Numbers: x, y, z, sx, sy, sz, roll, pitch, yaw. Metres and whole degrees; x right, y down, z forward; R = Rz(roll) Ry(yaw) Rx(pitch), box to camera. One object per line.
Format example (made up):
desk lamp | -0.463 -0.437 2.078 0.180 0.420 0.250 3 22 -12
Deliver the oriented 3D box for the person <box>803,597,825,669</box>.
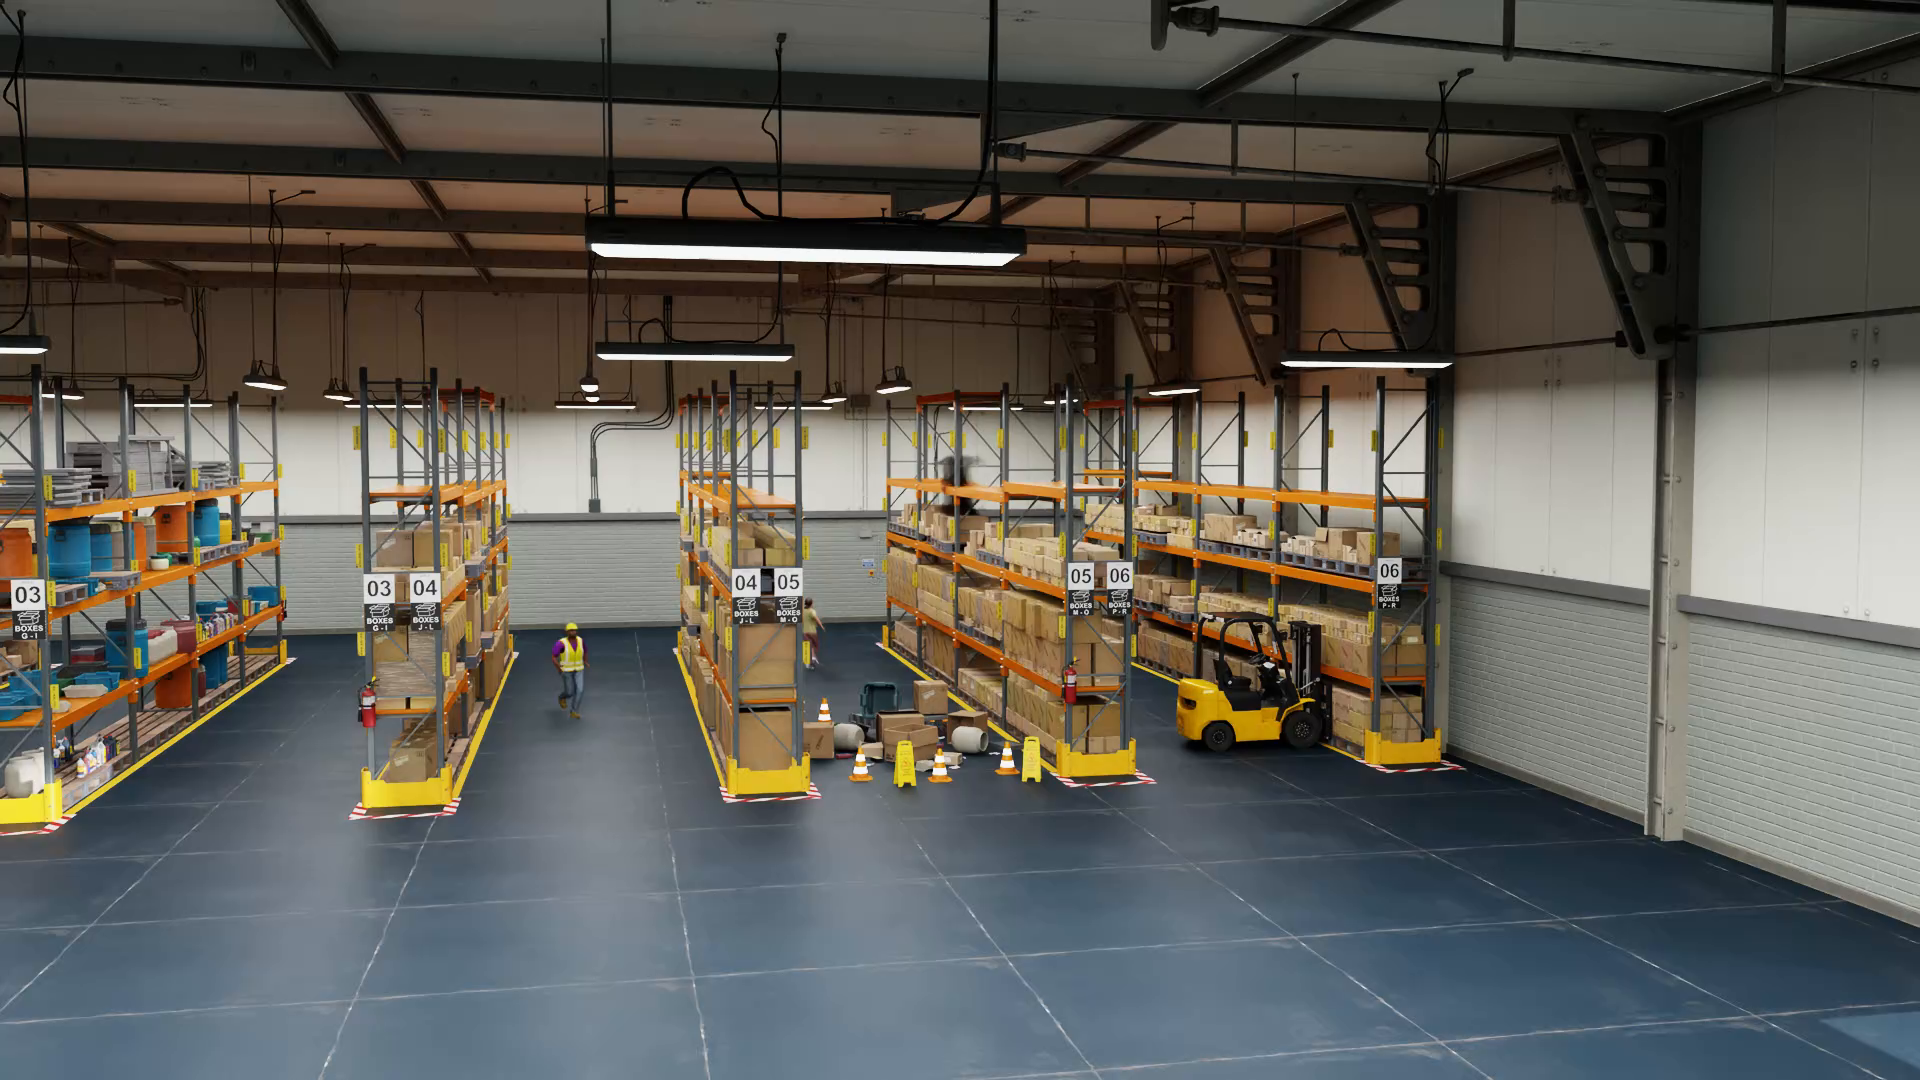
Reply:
person | -3.290 2.078 36.381 0.691 1.586 0.613 1 4 16

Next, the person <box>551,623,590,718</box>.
person | -7.064 2.355 30.174 0.708 1.719 0.712 -2 4 -33
